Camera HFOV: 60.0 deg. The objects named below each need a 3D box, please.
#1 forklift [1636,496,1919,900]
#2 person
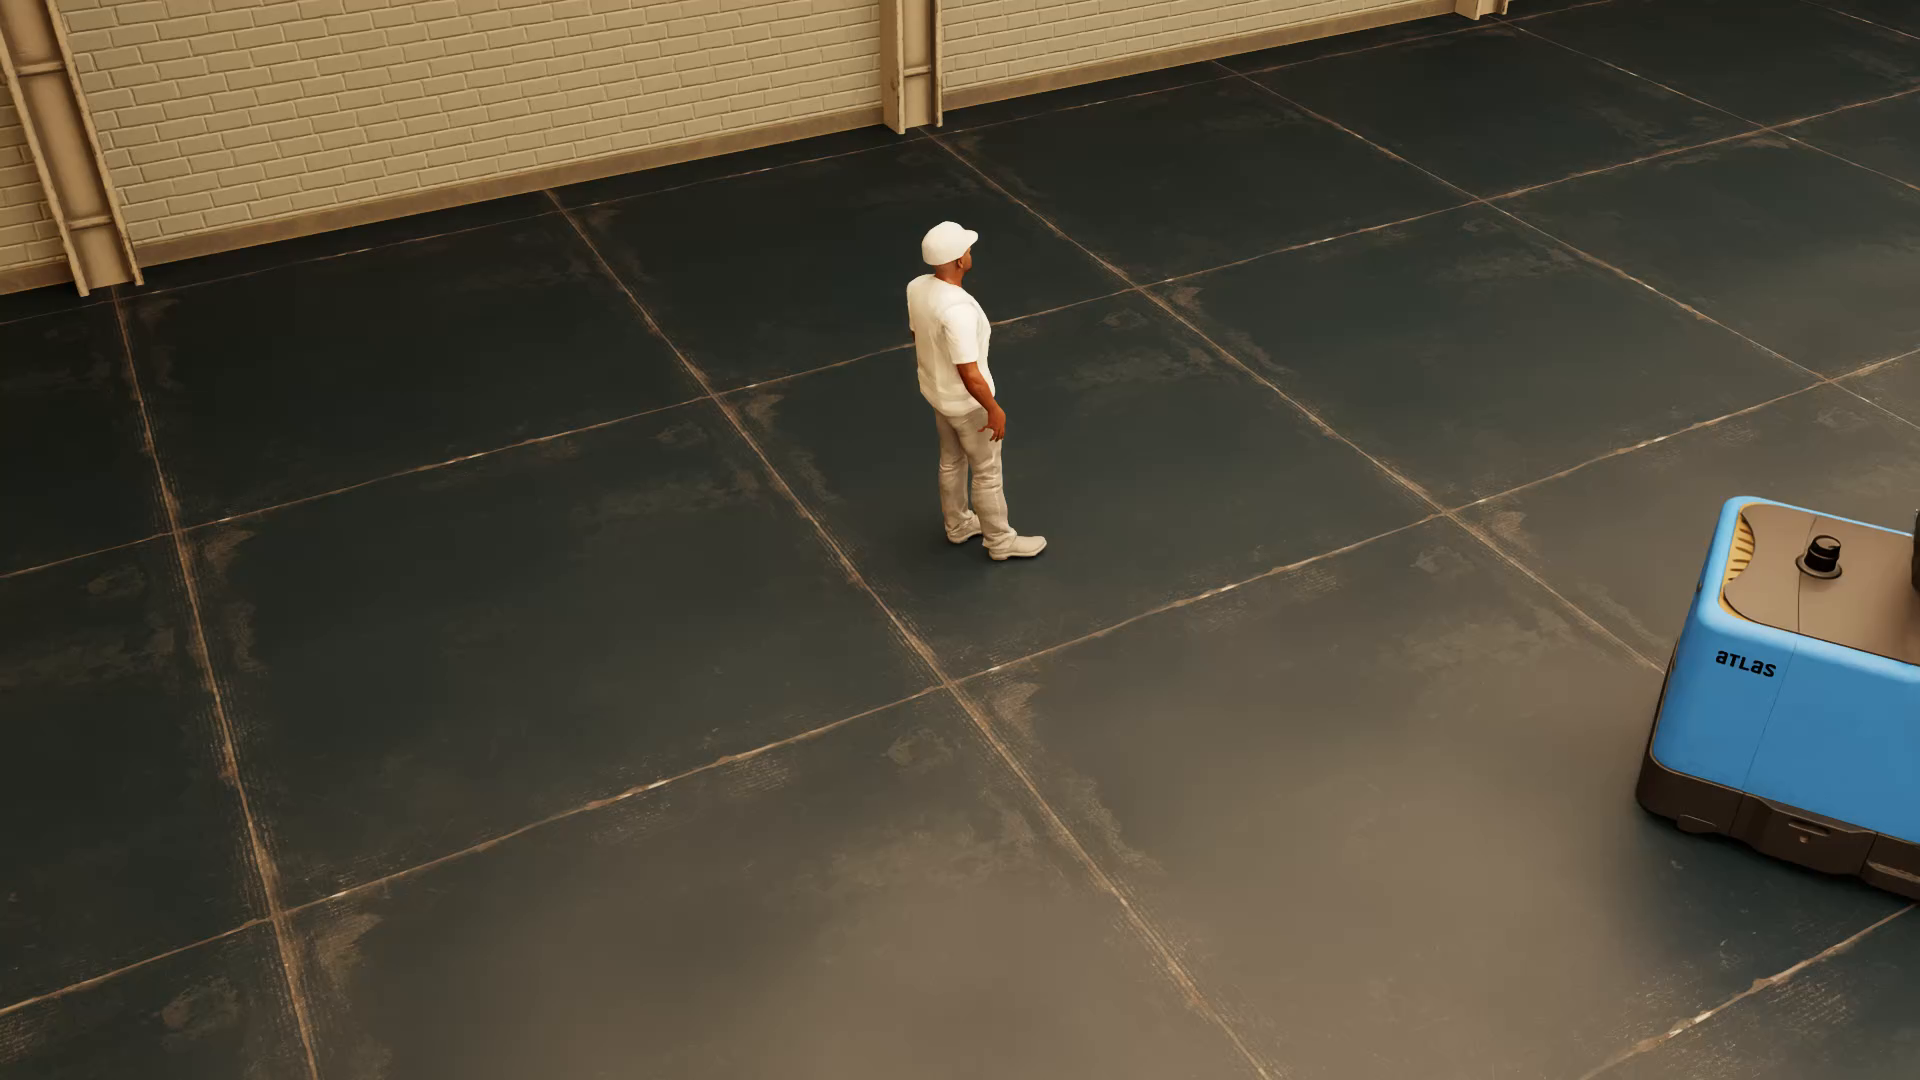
[{"bbox_3d":[4.399,0.106,5.972,3.031,2.935,1.130,17,38,22],"label":"forklift"},{"bbox_3d":[0.064,-0.743,8.170,0.577,1.765,0.665,-17,39,-23],"label":"person"}]
